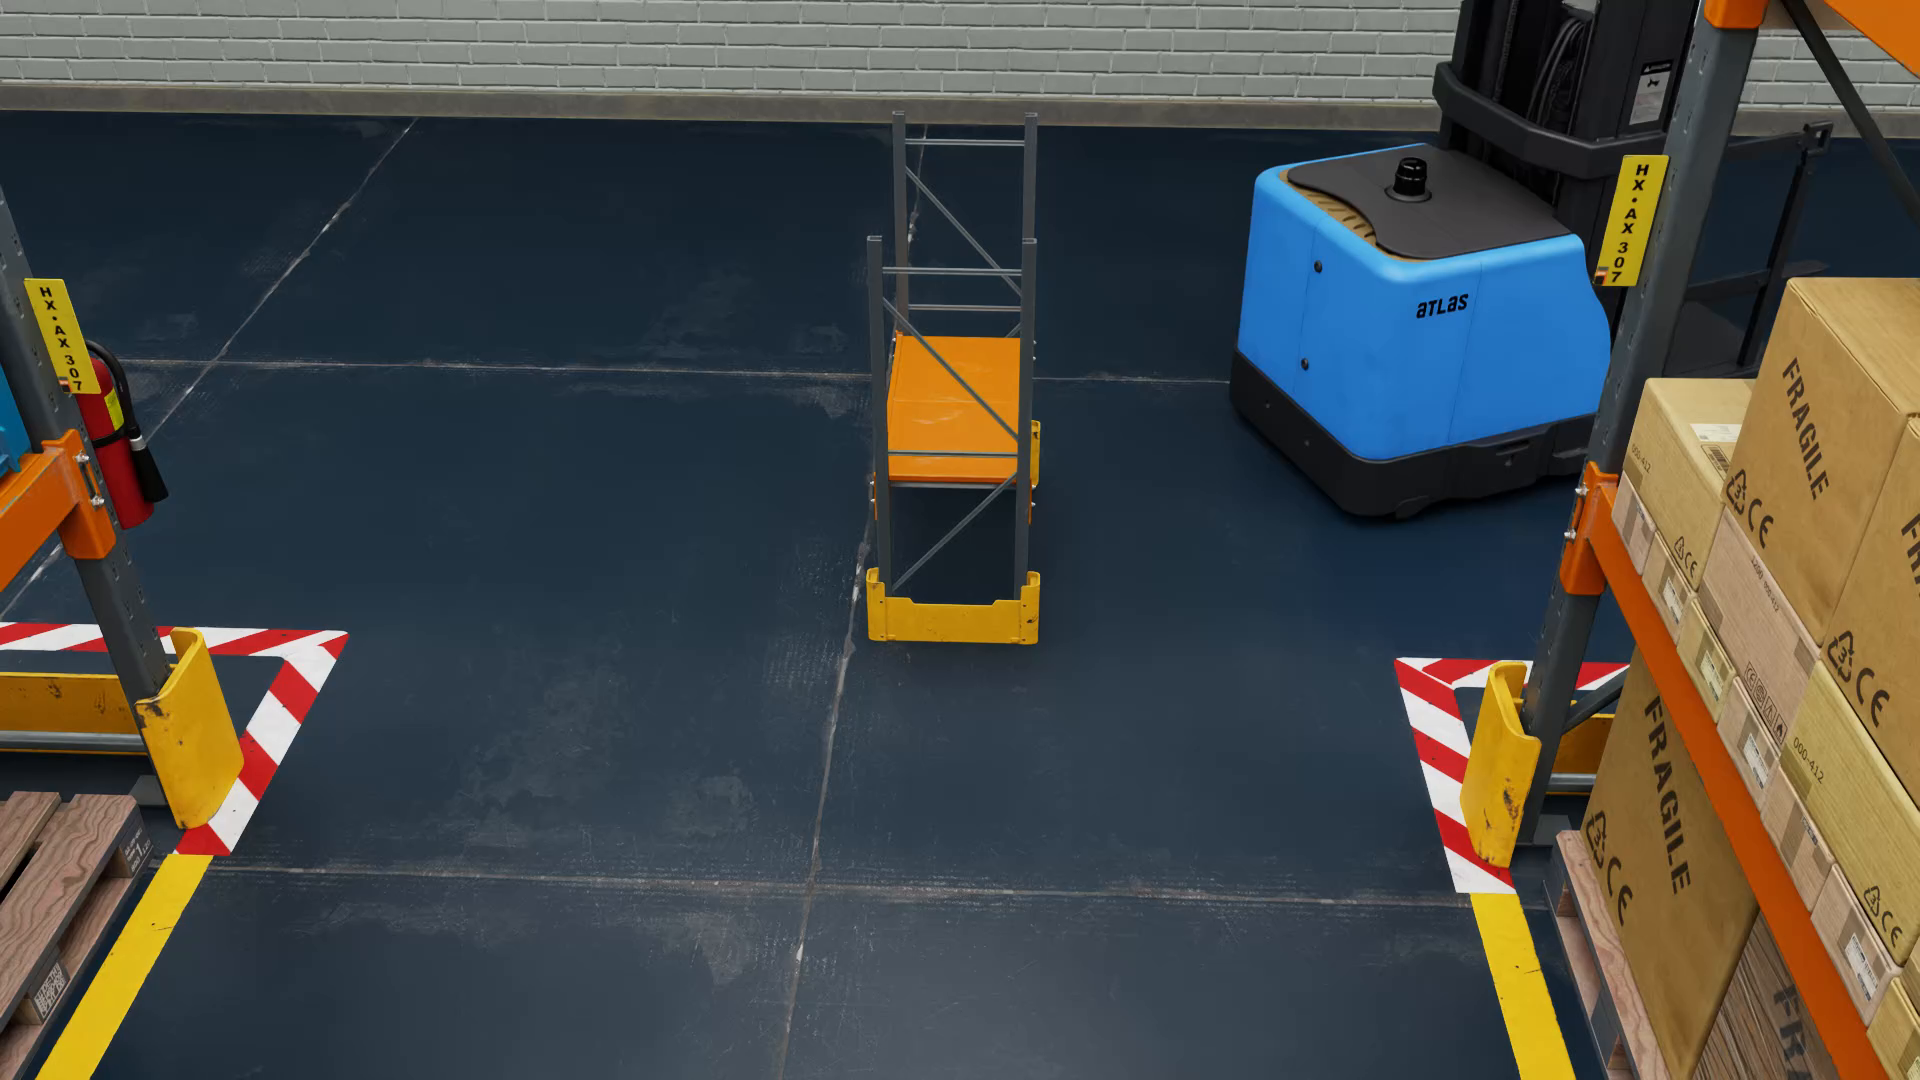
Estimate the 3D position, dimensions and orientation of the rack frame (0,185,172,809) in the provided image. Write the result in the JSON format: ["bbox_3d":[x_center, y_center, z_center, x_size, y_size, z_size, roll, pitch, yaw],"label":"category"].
[{"bbox_3d":[-2.834,-0.452,4.285,1.000,3.000,0.127,1,35,2],"label":"rack frame"}]

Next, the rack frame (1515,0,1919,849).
[{"bbox_3d":[2.115,-0.338,4.122,1.000,3.000,0.127,1,35,2],"label":"rack frame"}]

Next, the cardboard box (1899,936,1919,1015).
[{"bbox_3d":[1.772,0.758,2.434,0.500,0.250,0.500,1,35,1],"label":"cardboard box"}]

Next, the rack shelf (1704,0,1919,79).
[{"bbox_3d":[2.035,-0.122,1.832,1.077,0.370,4.000,1,35,2],"label":"rack shelf"}]

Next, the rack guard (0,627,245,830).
[{"bbox_3d":[-2.846,0.556,5.024,1.175,0.500,0.348,1,35,2],"label":"rack guard"}]

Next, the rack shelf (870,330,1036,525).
[{"bbox_3d":[-0.003,-0.417,5.852,0.538,0.185,1.000,1,35,2],"label":"rack shelf"}]

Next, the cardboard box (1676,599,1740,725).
[{"bbox_3d":[1.752,0.256,3.496,0.380,0.149,0.250,1,35,1],"label":"cardboard box"}]

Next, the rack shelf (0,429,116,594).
[{"bbox_3d":[-2.914,0.991,2.857,1.077,0.370,4.000,1,35,2],"label":"rack shelf"}]

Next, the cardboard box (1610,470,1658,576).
[{"bbox_3d":[1.771,-0.039,3.915,0.380,0.149,0.250,2,35,2],"label":"cardboard box"}]

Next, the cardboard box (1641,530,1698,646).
[{"bbox_3d":[1.762,0.109,3.705,0.380,0.149,0.250,1,35,1],"label":"cardboard box"}]

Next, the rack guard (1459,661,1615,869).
[{"bbox_3d":[2.116,0.671,4.861,1.175,0.500,0.348,1,35,2],"label":"rack guard"}]

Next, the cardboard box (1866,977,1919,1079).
[{"bbox_3d":[1.711,0.845,2.658,0.380,0.149,0.250,0,35,1],"label":"cardboard box"}]

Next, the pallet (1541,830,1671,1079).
[{"bbox_3d":[2.161,1.264,4.268,1.003,0.211,1.213,1,35,2],"label":"pallet"}]

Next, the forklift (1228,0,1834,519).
[{"bbox_3d":[2.696,-1.809,6.275,3.031,2.935,1.130,-13,37,-17],"label":"forklift"}]

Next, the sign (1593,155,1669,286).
[{"bbox_3d":[1.561,-0.741,3.874,0.100,0.325,0.005,1,35,2],"label":"sign"}]

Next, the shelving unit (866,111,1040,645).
[{"bbox_3d":[-0.003,-0.570,5.756,0.587,1.500,1.083,1,35,2],"label":"shelving unit"}]

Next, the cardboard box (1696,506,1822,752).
[{"bbox_3d":[1.812,0.170,3.271,0.500,0.250,0.500,1,35,1],"label":"cardboard box"}]

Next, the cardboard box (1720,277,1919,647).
[{"bbox_3d":[1.806,-0.148,3.072,0.500,0.500,0.500,1,35,1],"label":"cardboard box"}]

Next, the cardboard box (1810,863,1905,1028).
[{"bbox_3d":[1.722,0.700,2.864,0.380,0.149,0.250,1,35,1],"label":"cardboard box"}]

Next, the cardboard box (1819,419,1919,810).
[{"bbox_3d":[1.791,0.149,2.648,0.500,0.500,0.500,0,35,1],"label":"cardboard box"}]

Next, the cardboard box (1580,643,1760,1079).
[{"bbox_3d":[2.169,0.729,4.087,0.875,0.875,0.875,1,35,2],"label":"cardboard box"}]

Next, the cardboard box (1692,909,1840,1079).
[{"bbox_3d":[2.133,1.252,3.343,0.875,0.875,0.875,1,35,2],"label":"cardboard box"}]

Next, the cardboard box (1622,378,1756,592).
[{"bbox_3d":[1.826,-0.129,3.696,0.500,0.250,0.500,0,35,1],"label":"cardboard box"}]

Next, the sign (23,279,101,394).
[{"bbox_3d":[-2.283,-0.516,4.233,0.100,0.325,0.005,1,35,2],"label":"sign"}]

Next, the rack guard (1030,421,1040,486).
[{"bbox_3d":[0.017,-0.345,6.523,0.587,0.250,0.087,1,35,2],"label":"rack guard"}]

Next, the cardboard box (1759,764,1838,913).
[{"bbox_3d":[1.732,0.552,3.075,0.380,0.149,0.250,1,35,1],"label":"cardboard box"}]

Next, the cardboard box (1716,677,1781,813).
[{"bbox_3d":[1.743,0.406,3.283,0.380,0.149,0.250,1,35,1],"label":"cardboard box"}]

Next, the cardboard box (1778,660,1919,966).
[{"bbox_3d":[1.788,0.459,2.861,0.500,0.250,0.500,0,35,0],"label":"cardboard box"}]

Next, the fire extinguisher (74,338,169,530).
[{"bbox_3d":[-2.374,-0.344,4.523,0.296,0.674,0.183,1,35,2],"label":"fire extinguisher"}]

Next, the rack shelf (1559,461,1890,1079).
[{"bbox_3d":[2.035,1.105,2.694,1.077,0.370,4.000,1,35,2],"label":"rack shelf"}]

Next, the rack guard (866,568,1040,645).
[{"bbox_3d":[-0.023,0.228,5.709,0.587,0.250,0.087,1,35,2],"label":"rack guard"}]

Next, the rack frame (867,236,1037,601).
[{"bbox_3d":[-0.024,-0.273,5.333,0.500,1.500,0.032,1,35,2],"label":"rack frame"}]

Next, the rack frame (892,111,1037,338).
[{"bbox_3d":[0.017,-0.857,6.165,0.500,1.500,0.032,1,35,2],"label":"rack frame"}]

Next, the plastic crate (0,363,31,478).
[{"bbox_3d":[-2.661,-0.295,3.978,0.616,0.435,0.499,1,35,2],"label":"plastic crate"}]

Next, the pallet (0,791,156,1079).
[{"bbox_3d":[-2.906,1.161,4.414,1.003,0.211,1.213,1,35,2],"label":"pallet"}]

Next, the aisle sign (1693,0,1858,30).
[{"bbox_3d":[1.818,-1.450,3.443,0.394,0.787,0.004,1,35,2],"label":"aisle sign"}]
